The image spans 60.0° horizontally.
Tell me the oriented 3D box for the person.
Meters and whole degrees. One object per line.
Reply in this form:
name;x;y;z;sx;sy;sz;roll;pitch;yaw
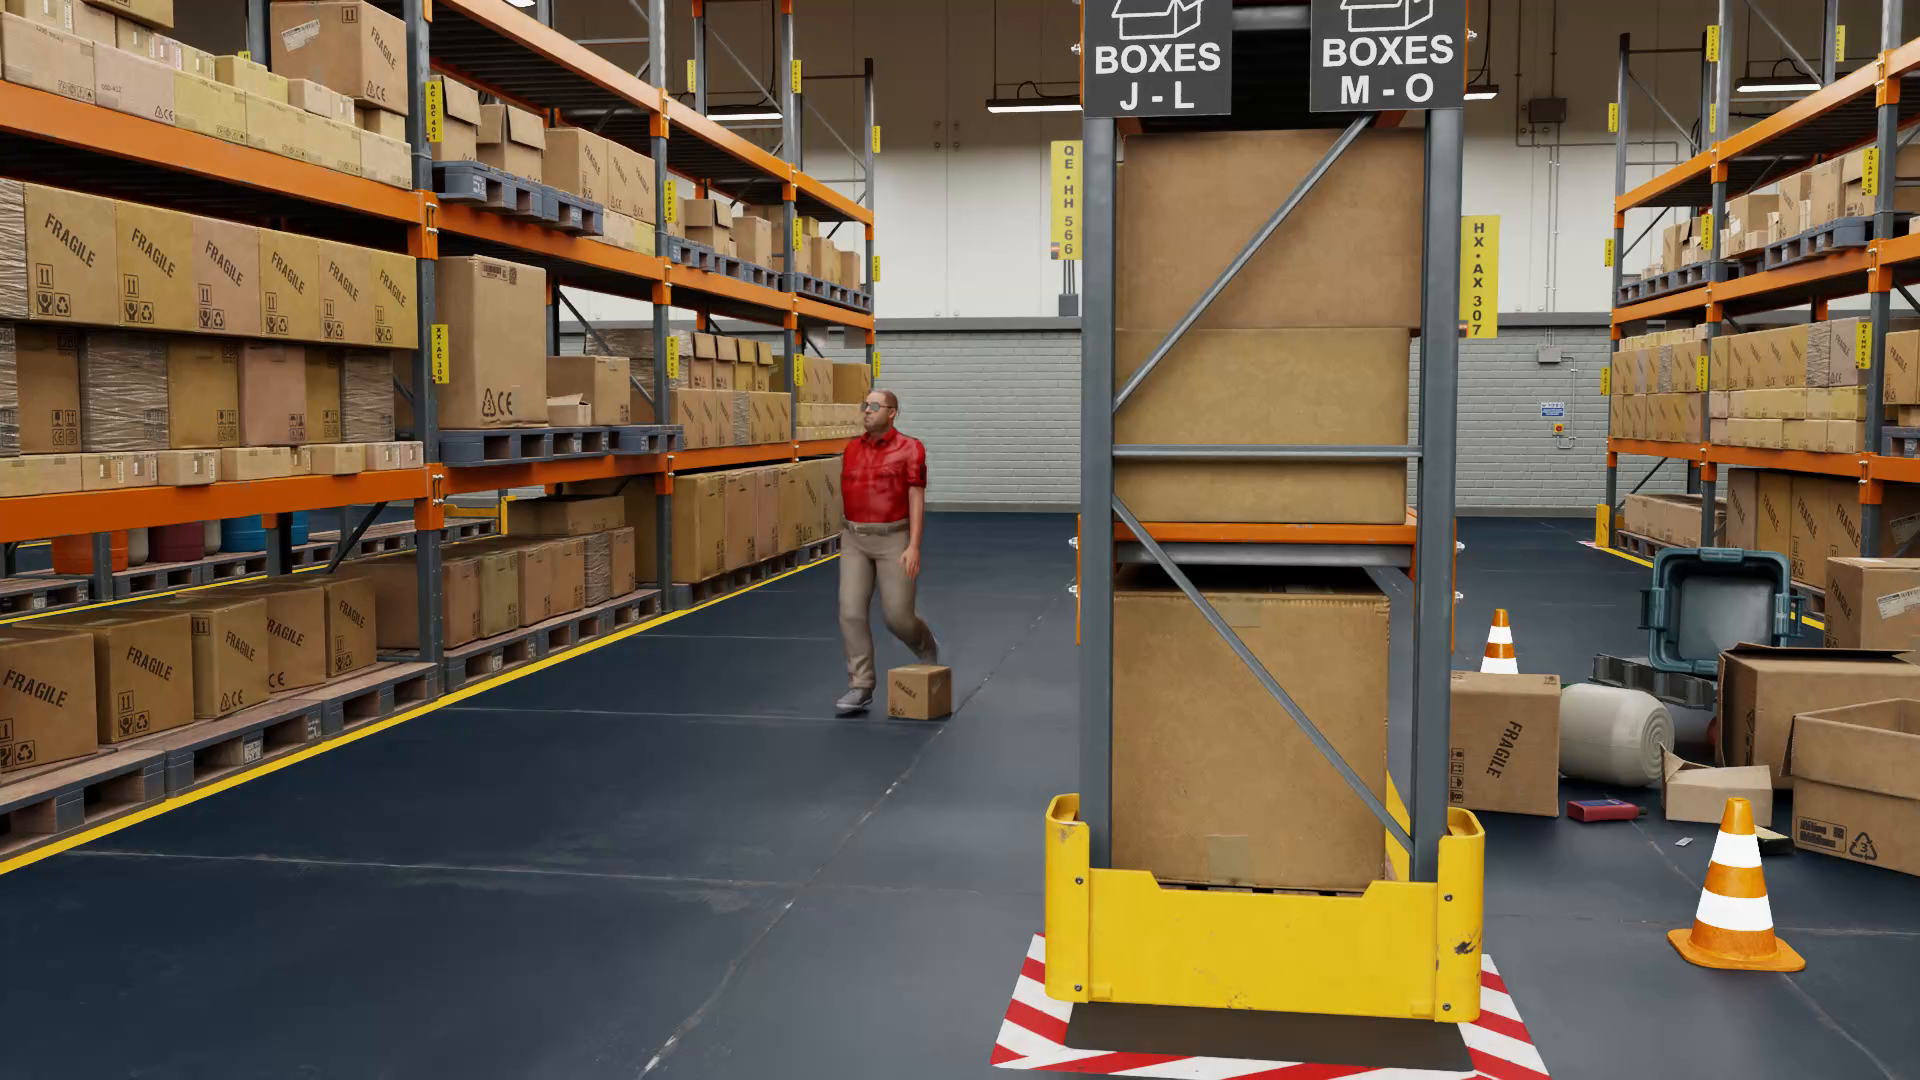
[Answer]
person;-0.416;0.037;9.015;0.522;1.707;0.704;2;5;23
